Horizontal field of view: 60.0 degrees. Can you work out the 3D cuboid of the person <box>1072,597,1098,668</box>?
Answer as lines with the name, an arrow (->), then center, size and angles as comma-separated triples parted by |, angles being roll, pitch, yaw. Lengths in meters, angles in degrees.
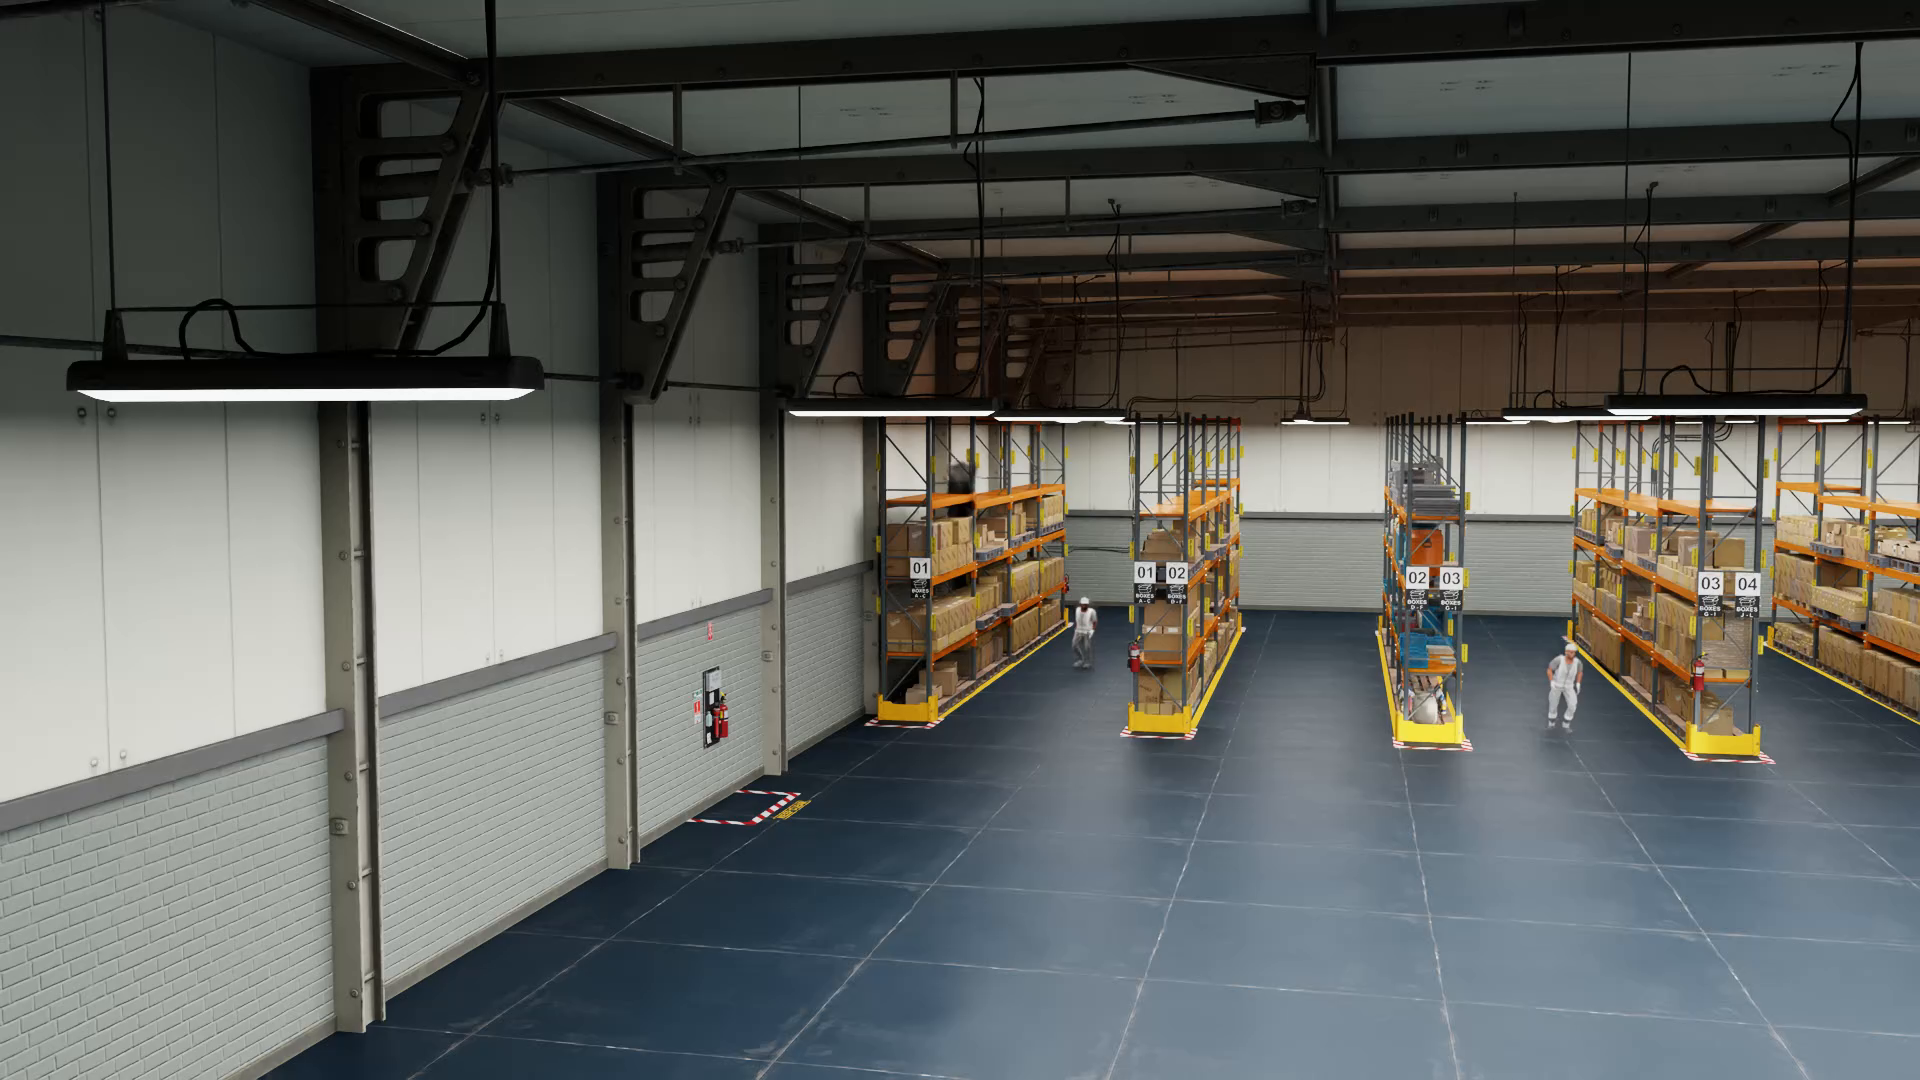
person -> 2.948, 2.190, 39.299 | 0.680, 1.717, 0.728 | 2, 4, 24

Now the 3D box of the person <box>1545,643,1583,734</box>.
person -> 11.336, 2.765, 31.194 | 0.652, 1.710, 0.688 | 1, 4, 9
